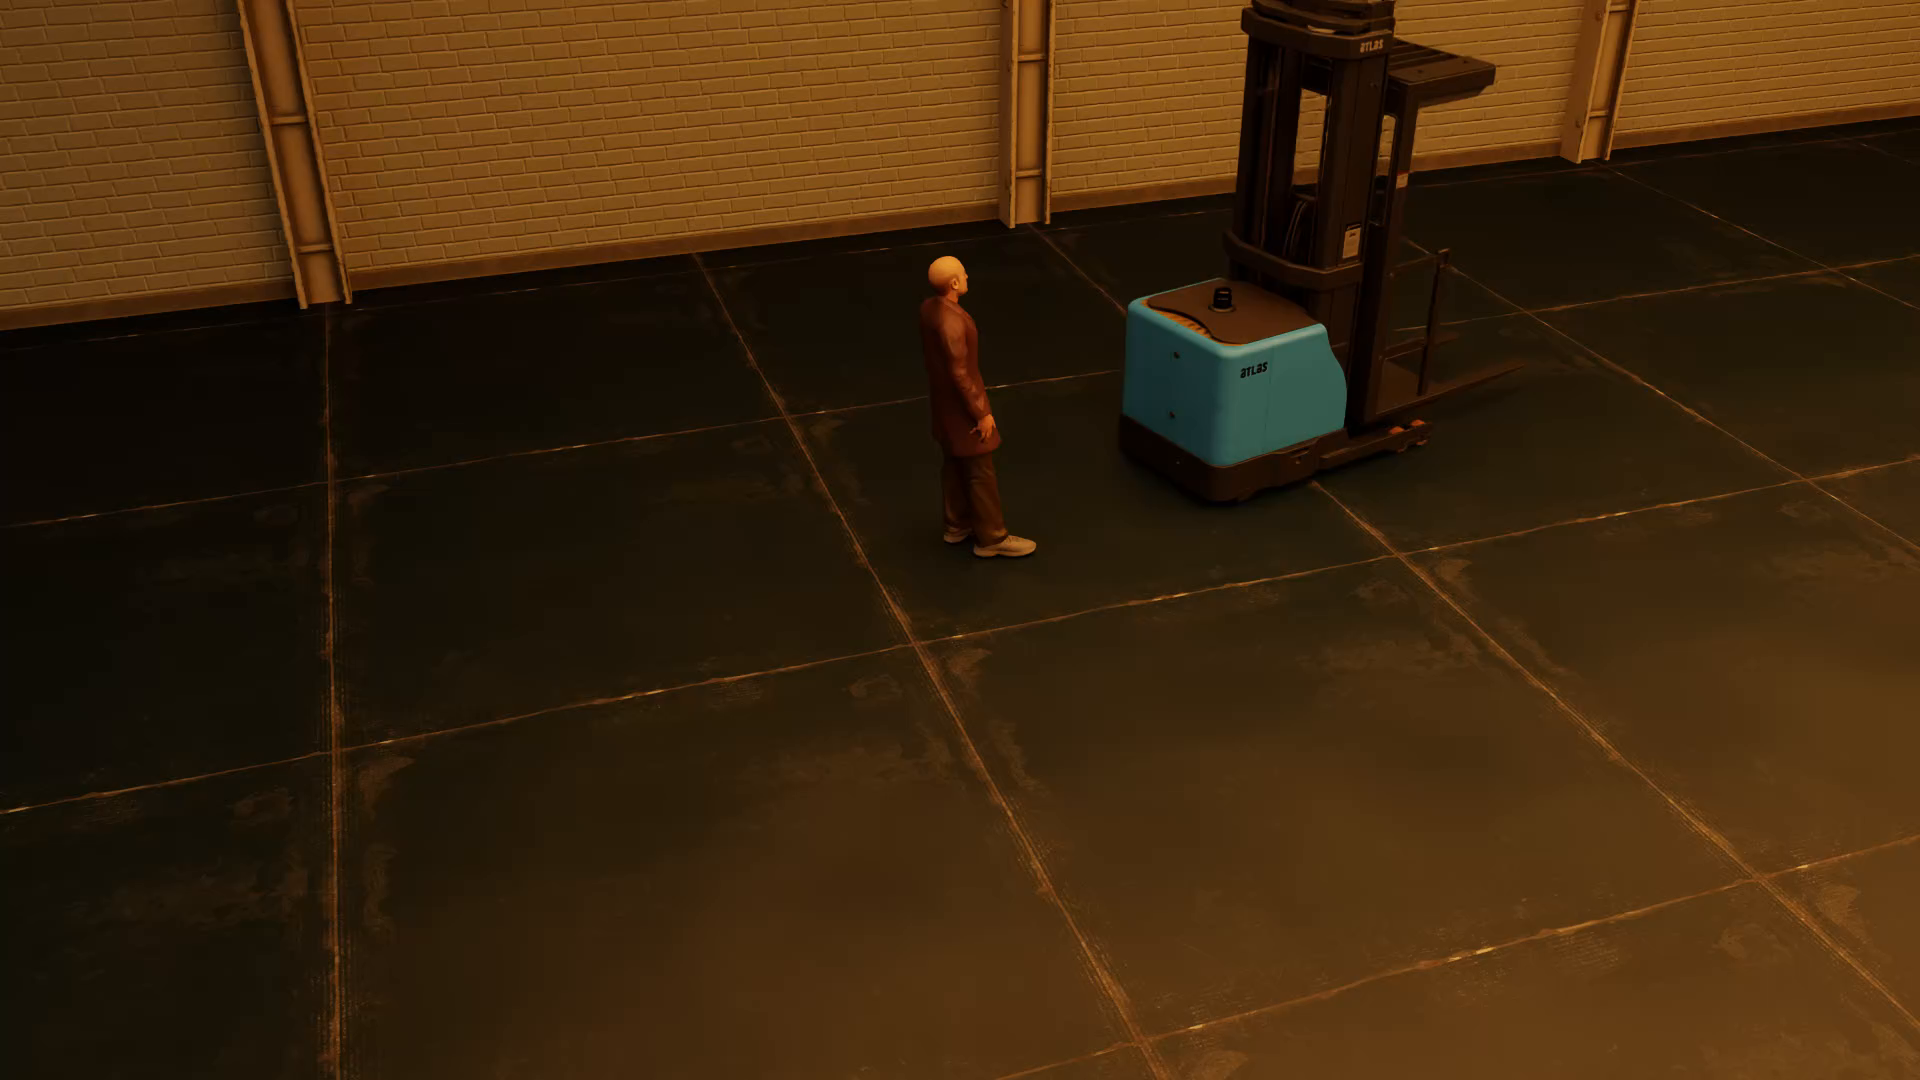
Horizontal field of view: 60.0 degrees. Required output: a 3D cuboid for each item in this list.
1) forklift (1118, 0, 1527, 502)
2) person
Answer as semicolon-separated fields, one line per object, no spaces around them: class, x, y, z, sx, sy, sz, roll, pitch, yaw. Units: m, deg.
forklift;2.557;-2.055;10.659;3.031;2.935;1.130;-18;34;-28
person;0.088;-0.790;9.601;0.579;1.778;0.698;-10;31;-16
